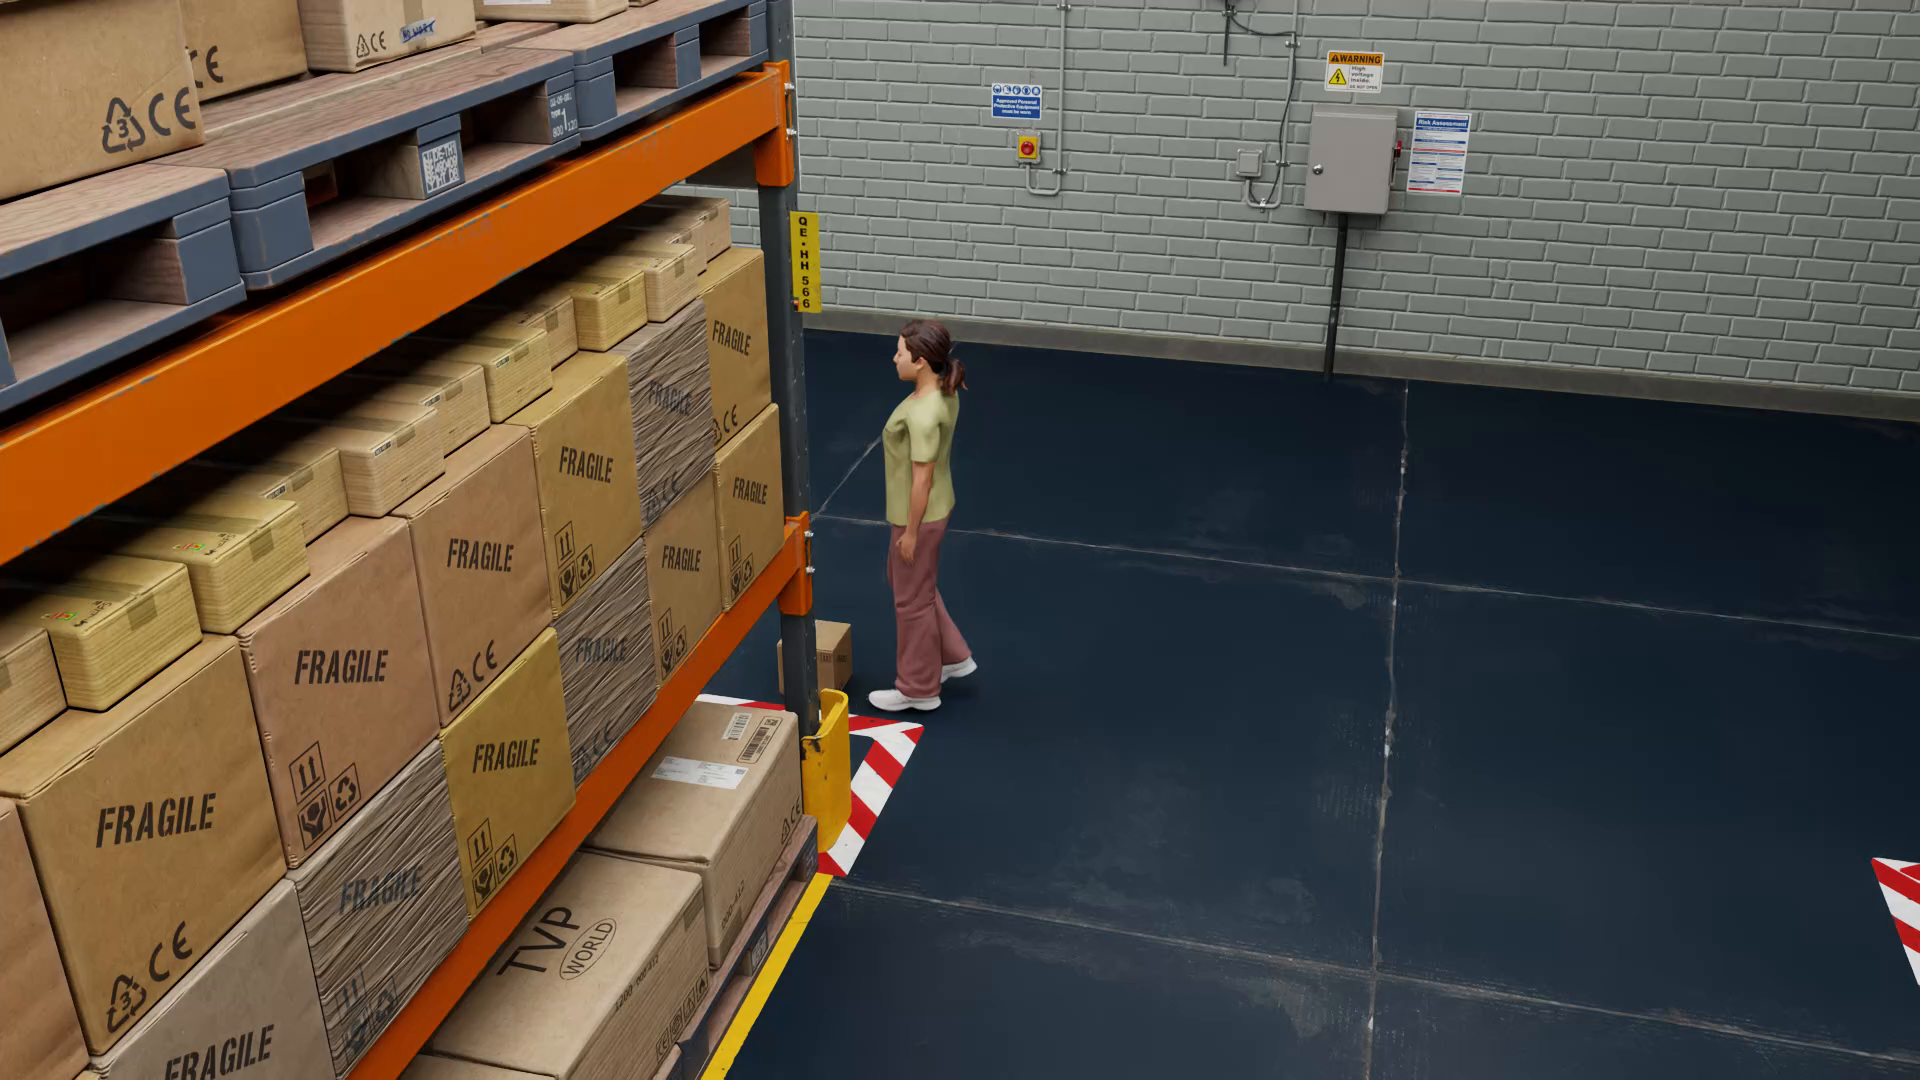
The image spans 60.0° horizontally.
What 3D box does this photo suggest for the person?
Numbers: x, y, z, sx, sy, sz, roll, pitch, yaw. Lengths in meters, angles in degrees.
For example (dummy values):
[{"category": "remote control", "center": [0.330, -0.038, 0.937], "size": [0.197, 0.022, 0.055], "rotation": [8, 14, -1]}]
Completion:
[{"category": "person", "center": [-0.154, -0.087, 6.774], "size": [0.432, 1.680, 0.454], "rotation": [5, 26, 11]}]
